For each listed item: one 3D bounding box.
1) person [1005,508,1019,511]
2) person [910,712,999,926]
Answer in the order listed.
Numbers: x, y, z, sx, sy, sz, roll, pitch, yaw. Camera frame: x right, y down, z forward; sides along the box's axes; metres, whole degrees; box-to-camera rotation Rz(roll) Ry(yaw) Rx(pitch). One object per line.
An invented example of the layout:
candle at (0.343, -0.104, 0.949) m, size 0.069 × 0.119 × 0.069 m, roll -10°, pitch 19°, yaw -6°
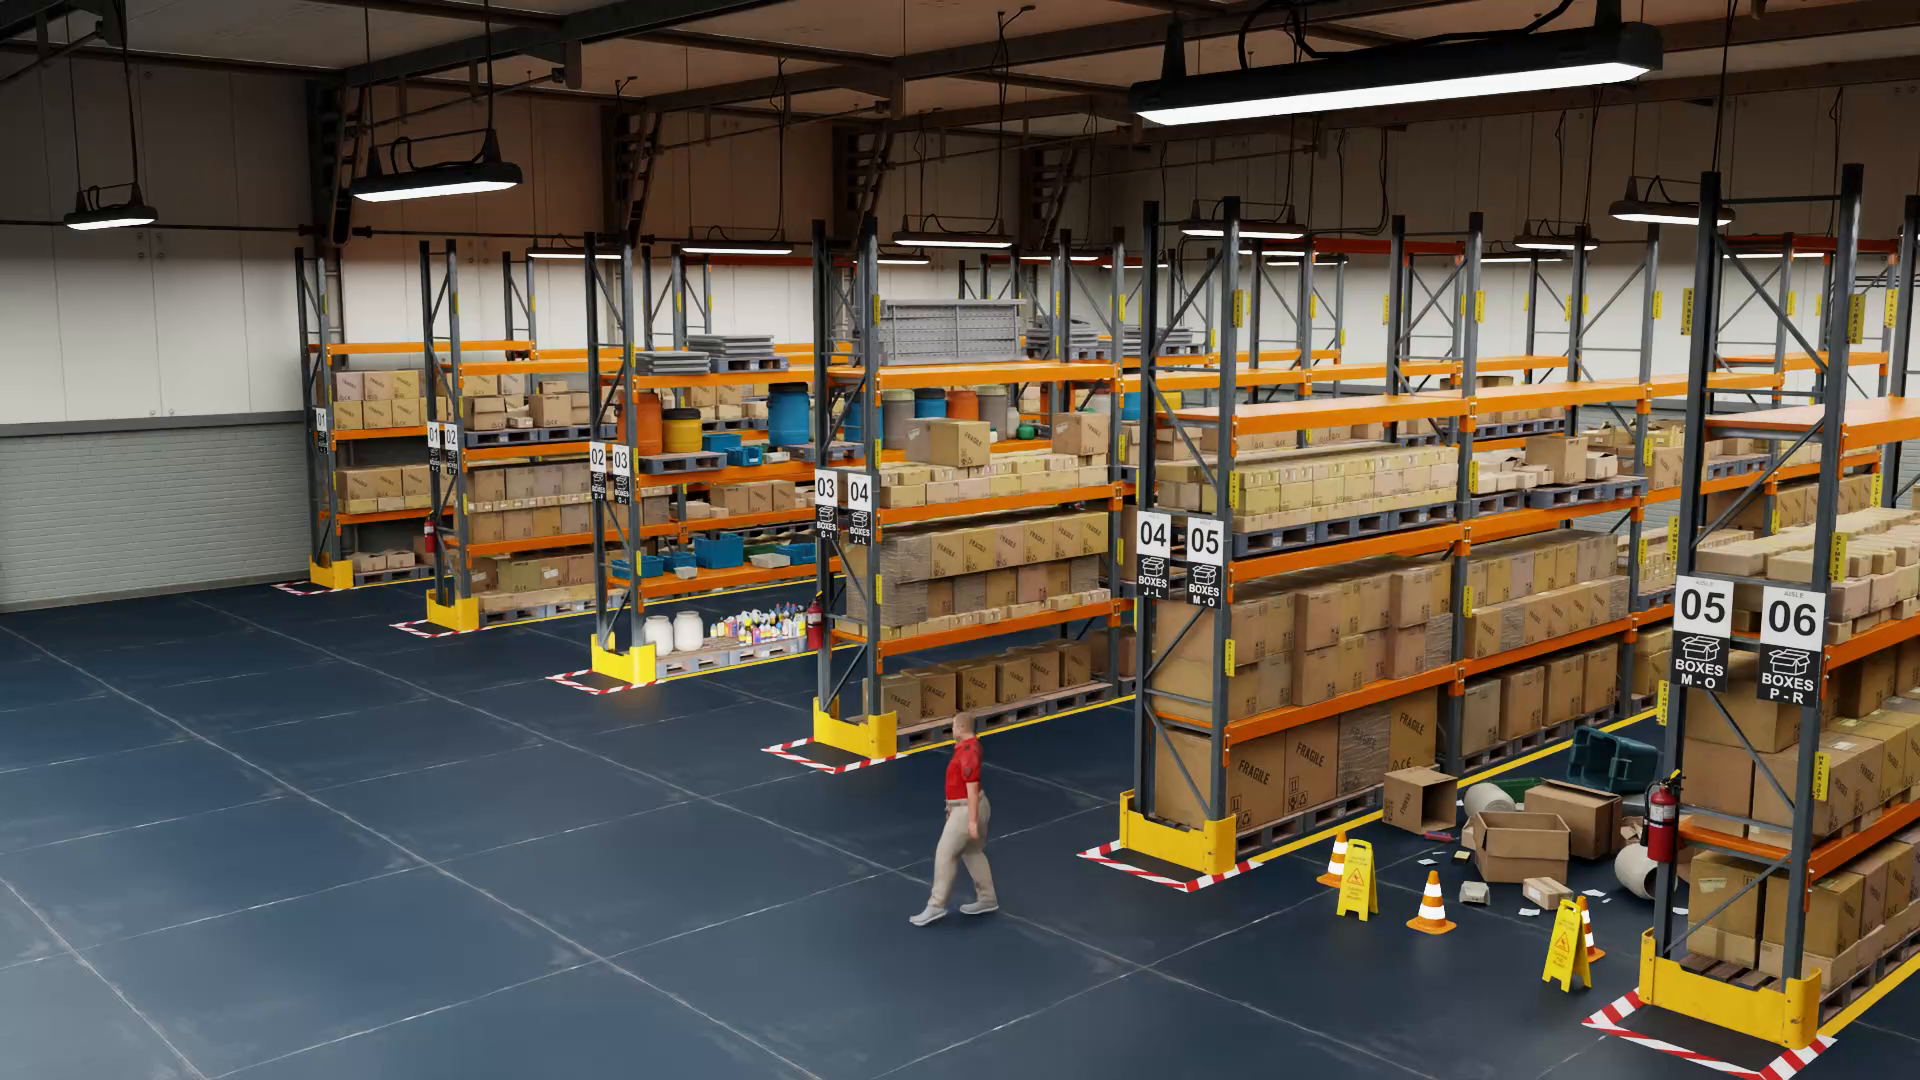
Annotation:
person at (0.764, 0.282, 25.417) m, size 0.588 × 1.831 × 0.631 m, roll -5°, pitch 10°, yaw -29°
person at (-0.027, 2.298, 13.892) m, size 0.682 × 1.734 × 0.651 m, roll 2°, pitch 9°, yaw 13°
